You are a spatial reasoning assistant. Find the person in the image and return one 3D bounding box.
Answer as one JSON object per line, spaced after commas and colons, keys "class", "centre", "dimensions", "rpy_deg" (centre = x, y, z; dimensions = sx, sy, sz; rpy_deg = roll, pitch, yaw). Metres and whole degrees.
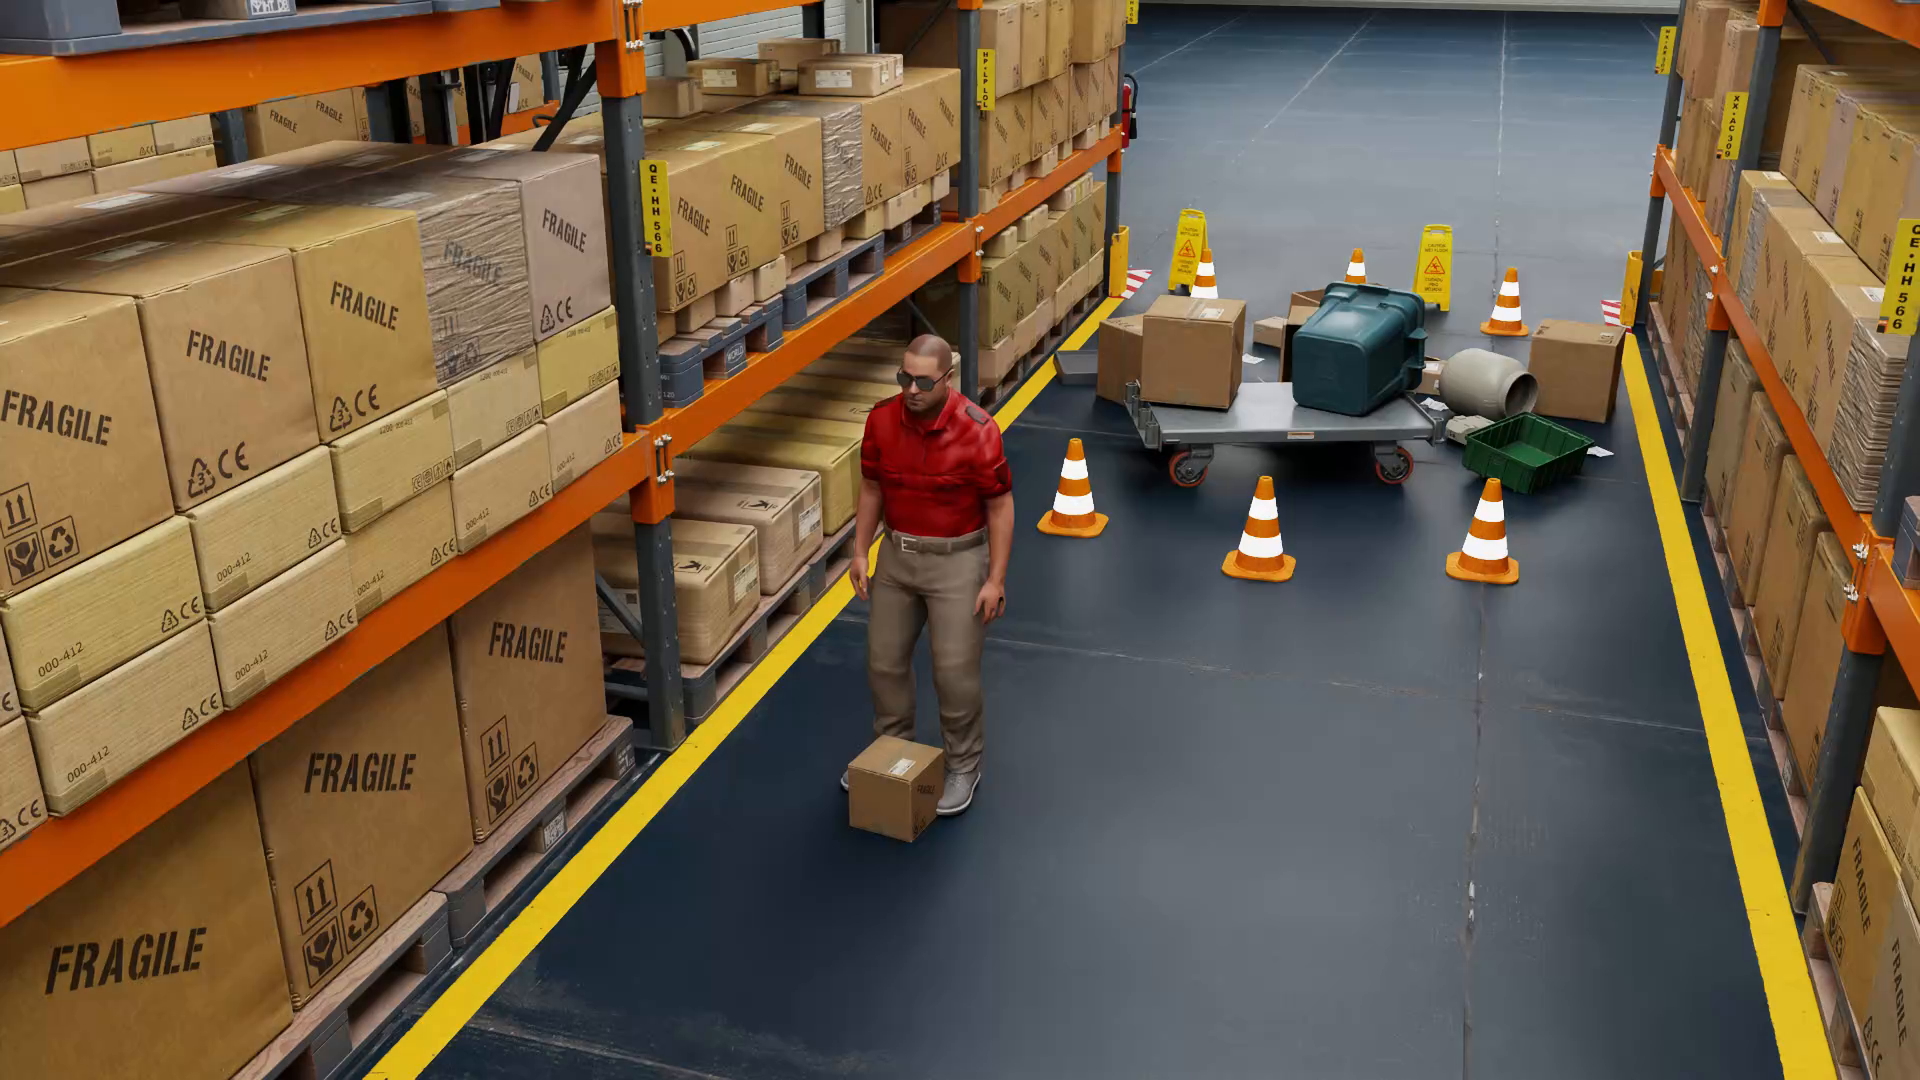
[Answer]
{"class": "person", "centre": [-0.110, 0.108, 5.835], "dimensions": [0.603, 1.728, 0.384], "rpy_deg": [10, 24, 24]}
